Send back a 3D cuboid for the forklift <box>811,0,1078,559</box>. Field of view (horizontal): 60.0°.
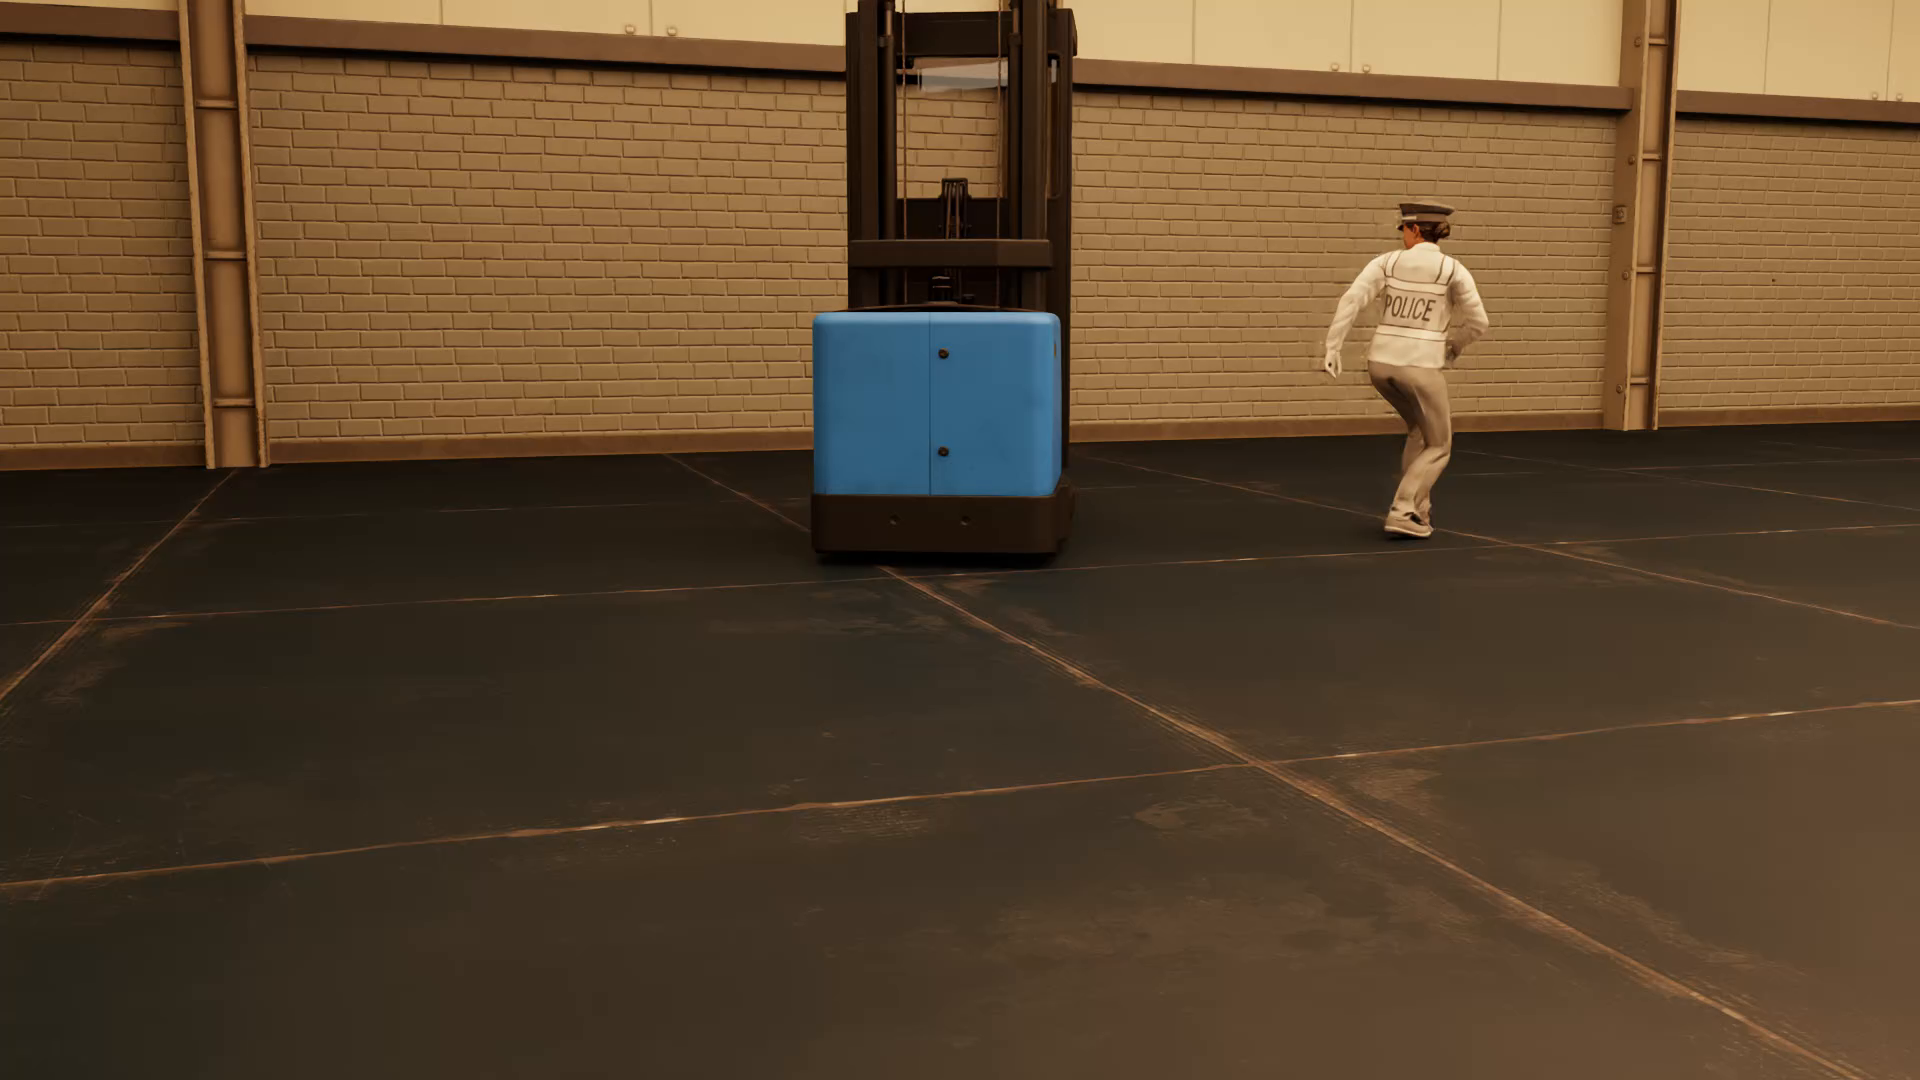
[{"bbox_3d":[0.021,-1.532,8.314,1.130,2.935,3.031,1,8,6],"label":"forklift"}]

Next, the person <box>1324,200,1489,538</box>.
[{"bbox_3d":[2.165,-0.784,7.967,0.734,1.666,0.577,-7,10,-41],"label":"person"}]
